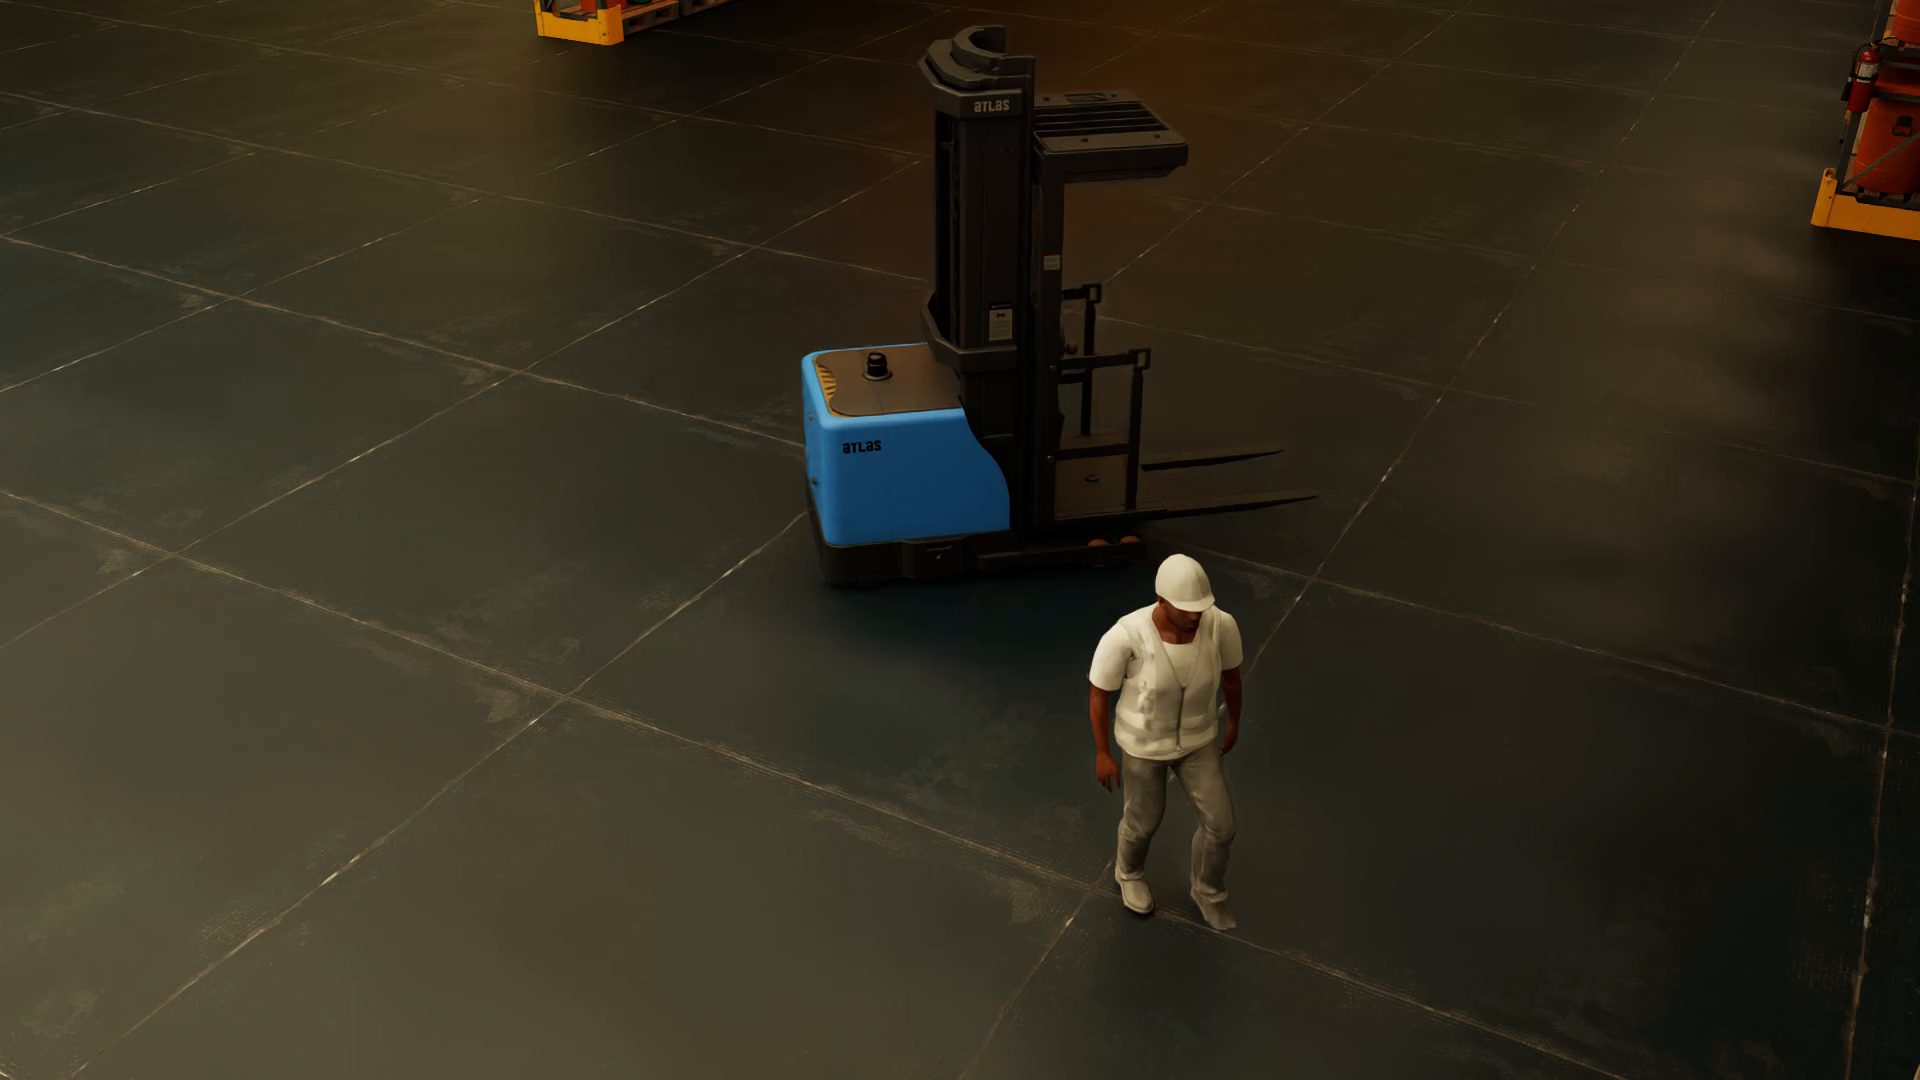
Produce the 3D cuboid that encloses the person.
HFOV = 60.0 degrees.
[{"bbox_3d":[0.866,0.862,6.831,0.672,1.808,0.512,-7,31,-12],"label":"person"}]

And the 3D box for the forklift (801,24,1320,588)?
[{"bbox_3d":[0.624,-1.359,9.425,3.031,2.935,1.130,-6,31,-10],"label":"forklift"}]
